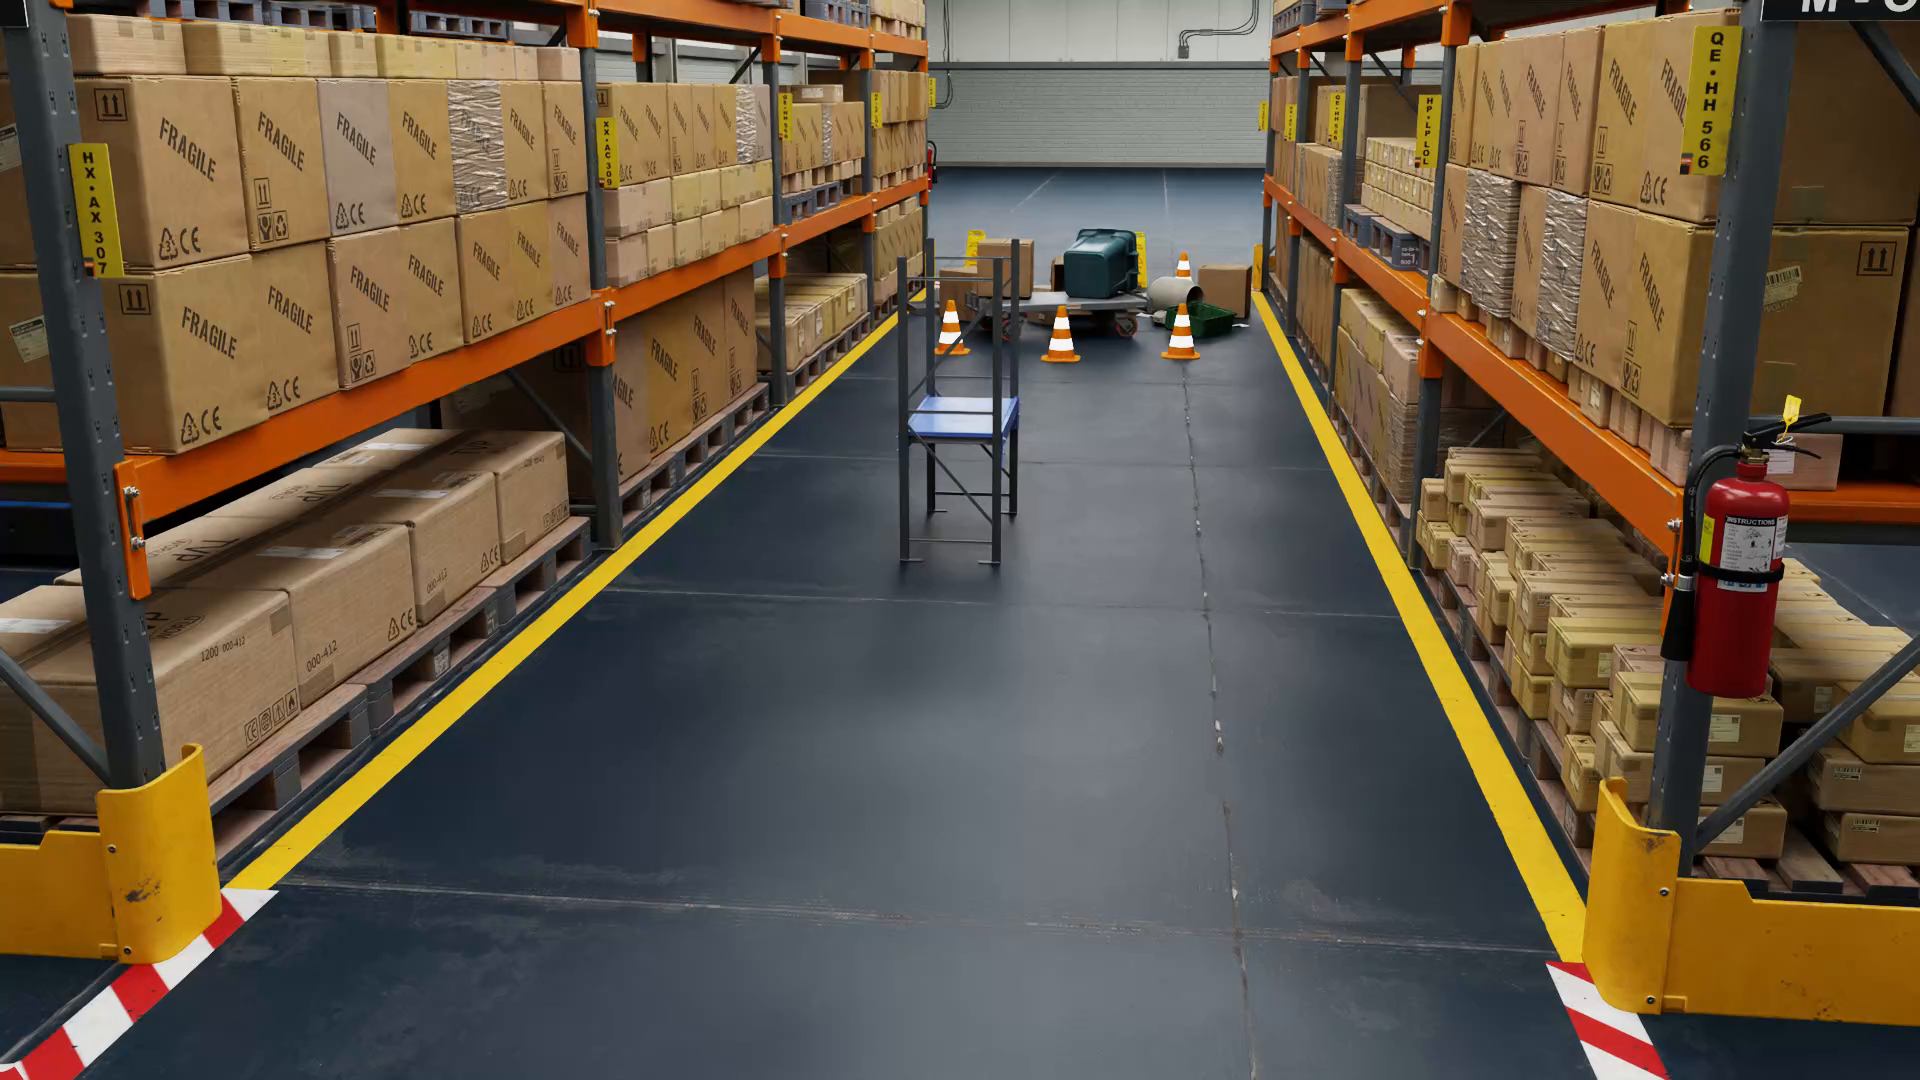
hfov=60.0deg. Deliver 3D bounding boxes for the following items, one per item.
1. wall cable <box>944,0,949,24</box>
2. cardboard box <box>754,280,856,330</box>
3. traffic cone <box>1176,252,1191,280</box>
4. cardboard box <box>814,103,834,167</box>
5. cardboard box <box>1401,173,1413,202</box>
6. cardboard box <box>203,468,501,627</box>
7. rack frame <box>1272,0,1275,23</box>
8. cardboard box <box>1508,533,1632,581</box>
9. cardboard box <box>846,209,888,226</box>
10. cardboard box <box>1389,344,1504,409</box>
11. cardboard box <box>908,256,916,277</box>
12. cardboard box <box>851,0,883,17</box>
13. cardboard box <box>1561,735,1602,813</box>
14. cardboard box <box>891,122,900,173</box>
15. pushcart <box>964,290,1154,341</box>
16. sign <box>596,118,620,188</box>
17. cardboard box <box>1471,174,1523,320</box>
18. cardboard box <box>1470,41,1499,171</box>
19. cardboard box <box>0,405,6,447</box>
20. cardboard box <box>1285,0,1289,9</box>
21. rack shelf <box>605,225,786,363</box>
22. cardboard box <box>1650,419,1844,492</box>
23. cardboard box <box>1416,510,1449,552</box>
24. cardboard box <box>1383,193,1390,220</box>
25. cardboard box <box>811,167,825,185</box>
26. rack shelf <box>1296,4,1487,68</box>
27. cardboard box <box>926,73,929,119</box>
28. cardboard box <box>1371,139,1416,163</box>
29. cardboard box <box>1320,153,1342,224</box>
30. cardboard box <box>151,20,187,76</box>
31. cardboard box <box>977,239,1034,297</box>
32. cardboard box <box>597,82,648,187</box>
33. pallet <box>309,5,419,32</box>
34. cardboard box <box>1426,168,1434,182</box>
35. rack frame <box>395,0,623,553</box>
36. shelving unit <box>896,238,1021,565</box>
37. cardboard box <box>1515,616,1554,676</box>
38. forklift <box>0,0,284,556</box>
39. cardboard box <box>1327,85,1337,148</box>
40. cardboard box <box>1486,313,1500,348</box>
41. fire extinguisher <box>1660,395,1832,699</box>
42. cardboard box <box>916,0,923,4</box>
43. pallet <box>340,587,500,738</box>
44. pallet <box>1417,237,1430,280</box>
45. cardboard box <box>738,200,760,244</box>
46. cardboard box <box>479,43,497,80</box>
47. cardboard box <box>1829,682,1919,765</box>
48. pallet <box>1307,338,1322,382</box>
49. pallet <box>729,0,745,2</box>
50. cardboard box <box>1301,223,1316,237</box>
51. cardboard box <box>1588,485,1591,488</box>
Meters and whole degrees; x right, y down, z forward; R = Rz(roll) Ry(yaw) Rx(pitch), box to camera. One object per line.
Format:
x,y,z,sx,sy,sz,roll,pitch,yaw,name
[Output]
0.930,-16.778,49.745,3.097,2.526,0.112,2,15,6,wall cable
-1.469,-2.100,14.911,0.950,0.372,0.625,3,15,10,cardboard box
2.576,-3.086,19.187,0.336,0.463,0.334,2,15,6,traffic cone
-1.336,-3.358,13.769,0.500,0.500,0.500,1,15,4,cardboard box
2.687,-1.970,9.308,0.380,0.149,0.250,2,15,7,cardboard box
-2.515,0.013,6.973,0.875,0.438,0.875,1,15,5,cardboard box
4.047,-7.302,18.428,1.000,3.000,0.127,2,15,6,rack frame
2.246,0.080,6.136,0.380,0.149,0.250,2,15,7,cardboard box
-0.926,-3.215,16.588,0.380,0.149,0.250,2,15,7,cardboard box
2.526,-0.853,8.616,0.500,0.250,0.500,1,15,5,cardboard box
-0.773,-3.049,18.656,0.500,0.250,0.500,2,15,6,cardboard box
-1.013,-5.114,15.798,0.500,0.250,0.500,1,15,5,cardboard box
2.022,0.705,4.967,0.380,0.149,0.250,2,15,8,cardboard box
-0.905,-4.047,17.120,0.500,0.500,0.500,2,15,6,cardboard box
0.937,-2.168,15.958,1.648,0.377,0.936,-4,16,-13,pushcart
-1.685,-1.854,7.961,0.100,0.325,0.005,2,15,6,sign
2.245,-1.107,6.247,0.500,0.500,0.500,1,15,5,cardboard box
2.356,-1.724,6.613,0.500,0.500,0.500,1,15,5,cardboard box
-2.897,-0.557,4.785,0.500,0.500,0.500,2,15,7,cardboard box
3.490,-5.446,16.795,0.380,0.149,0.250,2,15,6,cardboard box
-2.011,-1.585,10.155,1.077,0.370,4.000,2,15,6,rack shelf
1.997,-0.228,4.240,0.380,0.149,0.250,2,15,6,cardboard box
2.332,-0.035,7.704,0.380,0.149,0.250,1,15,4,cardboard box
2.776,-2.024,10.077,0.380,0.149,0.250,2,15,8,cardboard box
-1.334,-3.029,13.794,0.380,0.149,0.250,2,15,8,cardboard box
3.370,-3.951,13.158,1.077,0.370,4.000,2,15,6,rack shelf
-0.724,-5.061,18.957,0.700,0.500,0.500,1,15,5,cardboard box
2.872,-2.516,10.757,0.380,0.149,0.250,1,15,5,cardboard box
2.986,-2.634,12.464,0.500,0.500,0.500,2,15,6,cardboard box
-2.414,-1.374,4.647,0.380,0.149,0.250,2,15,8,cardboard box
0.438,-2.603,15.879,0.500,0.500,0.500,2,15,6,cardboard box
-1.902,-2.050,8.390,0.500,0.500,0.500,2,15,7,cardboard box
-6.196,-5.261,16.794,1.003,0.211,1.213,2,15,6,pallet
2.605,-1.909,8.513,0.380,0.149,0.250,1,15,4,cardboard box
-2.237,-1.413,8.143,1.000,3.000,0.127,2,15,6,rack frame
0.010,-0.746,8.548,0.538,1.500,1.048,2,15,6,shelving unit
2.120,0.359,5.677,0.380,0.149,0.250,2,15,7,cardboard box
-4.605,-1.670,9.224,1.130,2.935,3.031,2,15,6,forklift
3.432,-3.506,13.775,0.700,0.500,0.500,2,15,7,cardboard box
2.272,-0.835,6.485,0.380,0.149,0.250,2,15,7,cardboard box
1.754,0.013,3.731,0.296,0.674,0.183,2,15,6,fire extinguisher
-0.628,-6.141,18.833,0.380,0.149,0.250,2,15,7,cardboard box
-2.536,0.445,6.613,1.003,0.211,1.213,2,15,6,pallet
2.924,-1.395,8.443,1.003,0.211,1.213,2,15,6,pallet
-1.627,-2.107,10.994,0.500,0.250,0.500,2,15,7,cardboard box
-2.142,-1.973,6.861,0.380,0.149,0.250,2,15,6,cardboard box
2.638,0.504,4.569,0.380,0.149,0.250,1,15,4,cardboard box
3.448,-1.503,13.816,1.003,0.211,1.213,2,15,6,pallet
-1.929,-3.349,9.916,1.003,0.211,1.213,2,15,9,pallet
3.736,-2.707,16.192,0.875,0.875,0.875,2,15,7,cardboard box
2.901,-0.175,7.082,0.380,0.149,0.250,2,15,6,cardboard box
